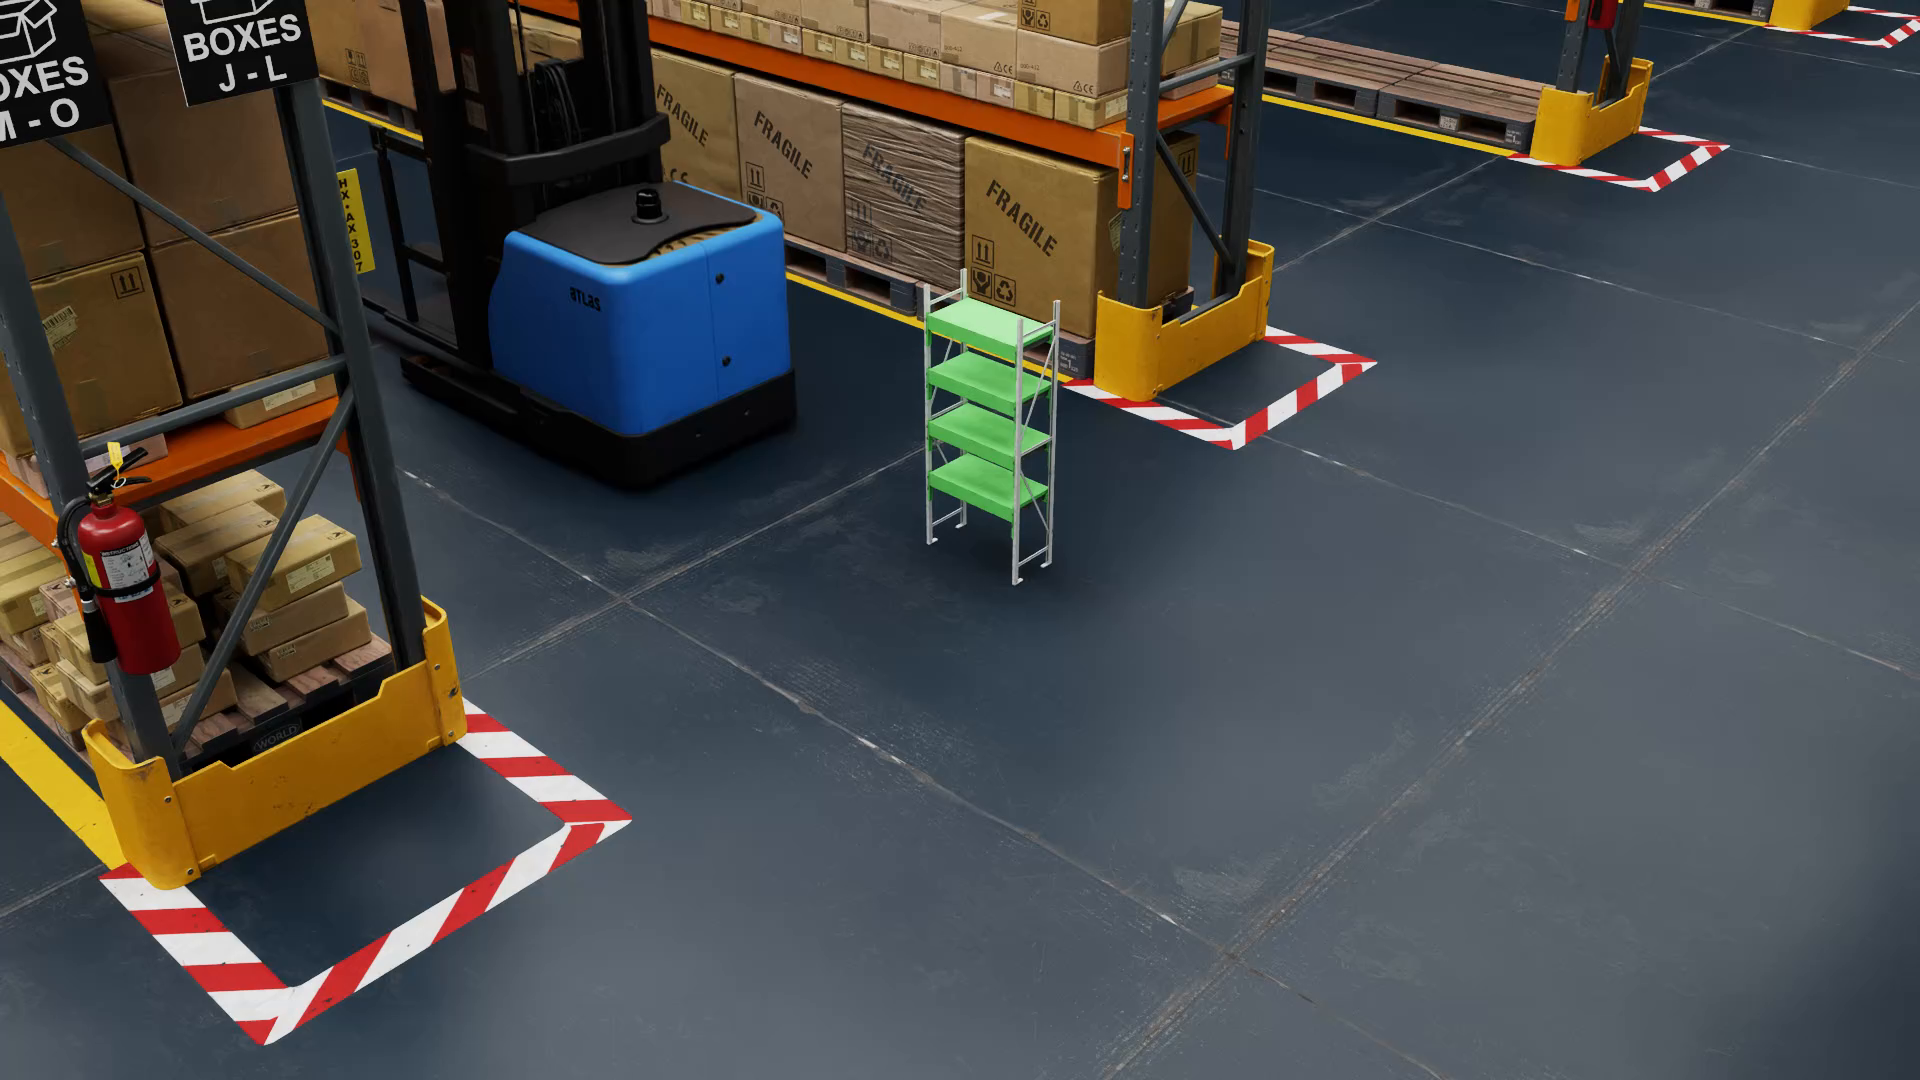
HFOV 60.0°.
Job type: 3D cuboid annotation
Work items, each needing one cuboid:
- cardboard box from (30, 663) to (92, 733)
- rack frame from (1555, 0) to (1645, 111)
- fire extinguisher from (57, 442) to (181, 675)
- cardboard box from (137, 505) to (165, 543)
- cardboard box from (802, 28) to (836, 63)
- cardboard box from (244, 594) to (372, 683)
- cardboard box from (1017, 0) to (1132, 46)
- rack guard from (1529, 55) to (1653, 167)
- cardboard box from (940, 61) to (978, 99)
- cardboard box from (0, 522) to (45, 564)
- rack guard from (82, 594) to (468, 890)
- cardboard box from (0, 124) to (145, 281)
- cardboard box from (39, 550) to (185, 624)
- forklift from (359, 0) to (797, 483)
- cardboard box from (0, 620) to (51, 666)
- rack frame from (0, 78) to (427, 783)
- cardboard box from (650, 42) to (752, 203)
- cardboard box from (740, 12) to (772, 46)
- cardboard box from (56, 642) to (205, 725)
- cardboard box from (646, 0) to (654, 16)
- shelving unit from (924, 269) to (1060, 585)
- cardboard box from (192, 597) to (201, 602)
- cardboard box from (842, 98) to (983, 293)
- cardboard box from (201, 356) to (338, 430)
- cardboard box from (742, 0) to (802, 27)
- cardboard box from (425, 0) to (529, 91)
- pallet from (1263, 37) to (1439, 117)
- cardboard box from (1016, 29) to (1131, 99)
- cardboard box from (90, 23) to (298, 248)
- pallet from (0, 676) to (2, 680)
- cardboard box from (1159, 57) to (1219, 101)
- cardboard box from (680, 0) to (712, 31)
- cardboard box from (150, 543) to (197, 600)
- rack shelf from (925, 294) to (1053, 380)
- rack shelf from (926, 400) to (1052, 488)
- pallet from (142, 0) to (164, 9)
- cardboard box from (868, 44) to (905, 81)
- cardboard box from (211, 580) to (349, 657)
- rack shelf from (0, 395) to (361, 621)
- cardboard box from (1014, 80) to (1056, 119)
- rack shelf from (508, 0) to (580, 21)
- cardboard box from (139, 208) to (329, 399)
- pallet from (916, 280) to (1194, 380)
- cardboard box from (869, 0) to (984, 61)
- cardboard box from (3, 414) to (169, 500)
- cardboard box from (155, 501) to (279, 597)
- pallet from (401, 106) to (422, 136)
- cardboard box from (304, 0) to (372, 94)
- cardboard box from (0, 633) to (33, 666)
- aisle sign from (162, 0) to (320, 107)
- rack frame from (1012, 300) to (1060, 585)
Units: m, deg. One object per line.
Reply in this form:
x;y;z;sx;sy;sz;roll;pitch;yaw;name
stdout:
-3.028;0.493;5.880;0.250;0.149;0.380;26;40;36;cardboard box
4.488;-4.152;11.238;0.127;3.000;1.000;25;39;35;rack frame
-2.362;0.060;4.678;0.183;0.674;0.296;25;39;35;fire extinguisher
-3.025;-0.161;6.389;0.250;0.149;0.380;23;38;33;cardboard box
-0.649;-2.766;9.180;0.250;0.149;0.380;24;38;34;cardboard box
-2.413;0.342;6.131;0.250;0.149;0.380;26;40;36;cardboard box
0.627;-2.710;7.974;0.500;0.500;0.500;26;39;36;cardboard box
4.514;-3.078;11.877;0.348;0.500;1.175;25;39;35;rack guard
0.115;-2.411;8.591;0.250;0.149;0.380;26;40;36;cardboard box
-3.376;0.040;6.055;0.250;0.149;0.380;23;38;33;cardboard box
-2.295;0.648;5.688;0.348;0.500;1.175;25;39;35;rack guard
-2.745;-1.058;4.744;0.500;0.500;0.500;24;39;34;cardboard box
-2.949;0.195;5.798;0.250;0.149;0.380;26;40;36;cardboard box
-2.231;-2.151;7.982;3.031;2.935;1.130;25;39;35;forklift
-3.208;0.265;5.970;0.250;0.149;0.380;23;38;33;cardboard box
-2.239;-0.396;5.000;0.127;3.000;1.000;25;39;35;rack frame
-1.366;-2.653;10.401;0.875;0.875;0.875;25;39;35;cardboard box
-1.029;-2.944;9.476;0.250;0.149;0.380;24;39;34;cardboard box
-2.822;0.444;5.672;0.250;0.149;0.380;24;38;34;cardboard box
-1.805;-3.305;10.075;0.250;0.149;0.380;25;39;35;cardboard box
0.123;-0.457;6.845;0.503;1.200;0.258;25;39;35;shelving unit
-2.850;0.199;6.368;0.250;0.149;0.380;26;39;36;cardboard box
-0.039;-2.033;9.372;0.875;0.875;0.875;25;39;35;cardboard box
-2.259;-0.526;5.459;0.250;0.149;0.380;25;39;35;cardboard box
-0.876;-3.091;9.334;0.500;0.250;0.500;26;40;36;cardboard box
-2.953;-3.435;11.700;0.875;0.875;1.225;24;38;34;cardboard box
3.002;-3.680;13.158;1.213;0.211;1.003;25;39;35;pallet
0.627;-2.387;8.164;0.500;0.250;0.500;24;39;34;cardboard box
-2.394;-1.252;5.066;0.500;0.500;0.500;25;39;35;cardboard box
-3.774;0.055;6.953;1.213;0.211;1.003;25;39;35;pallet
1.122;-2.399;8.571;0.250;0.149;0.380;26;39;36;cardboard box
-1.415;-3.123;9.773;0.250;0.149;0.380;27;40;37;cardboard box
-2.861;0.071;6.292;0.250;0.149;0.380;26;39;36;cardboard box
0.123;-0.813;6.631;0.480;0.148;0.258;25;39;35;rack shelf
0.123;-0.402;6.878;0.480;0.148;0.258;25;39;35;rack shelf
-7.155;-4.947;15.263;1.213;0.211;1.003;25;39;35;pallet
-0.272;-2.590;8.888;0.250;0.149;0.380;25;39;35;cardboard box
-2.455;0.238;6.014;0.250;0.149;0.380;27;40;37;cardboard box
-3.722;-0.780;6.335;4.000;0.370;1.077;25;39;35;rack shelf
0.485;-2.237;8.301;0.250;0.149;0.380;25;39;36;cardboard box
-3.284;-4.026;11.727;4.000;0.370;1.077;25;39;35;rack shelf
-2.387;-0.827;5.331;0.500;0.500;0.500;27;40;37;cardboard box
0.519;-1.310;9.221;1.213;0.211;1.003;25;39;35;pallet
-0.126;-2.739;8.749;0.500;0.250;0.500;24;38;34;cardboard box
-2.670;-0.293;5.072;0.250;0.149;0.380;25;39;35;cardboard box
-2.685;0.030;6.072;0.250;0.149;0.380;26;40;36;cardboard box
-3.333;-3.108;12.208;1.213;0.211;1.003;25;39;35;pallet
-4.270;-4.049;12.721;0.875;0.875;1.225;23;38;33;cardboard box
-3.358;0.288;6.221;0.250;0.149;0.380;25;39;36;cardboard box
-1.984;-1.599;4.478;0.004;0.787;0.394;25;39;35;aisle sign
0.304;-0.372;6.705;0.015;1.200;0.240;25;39;35;rack frame
